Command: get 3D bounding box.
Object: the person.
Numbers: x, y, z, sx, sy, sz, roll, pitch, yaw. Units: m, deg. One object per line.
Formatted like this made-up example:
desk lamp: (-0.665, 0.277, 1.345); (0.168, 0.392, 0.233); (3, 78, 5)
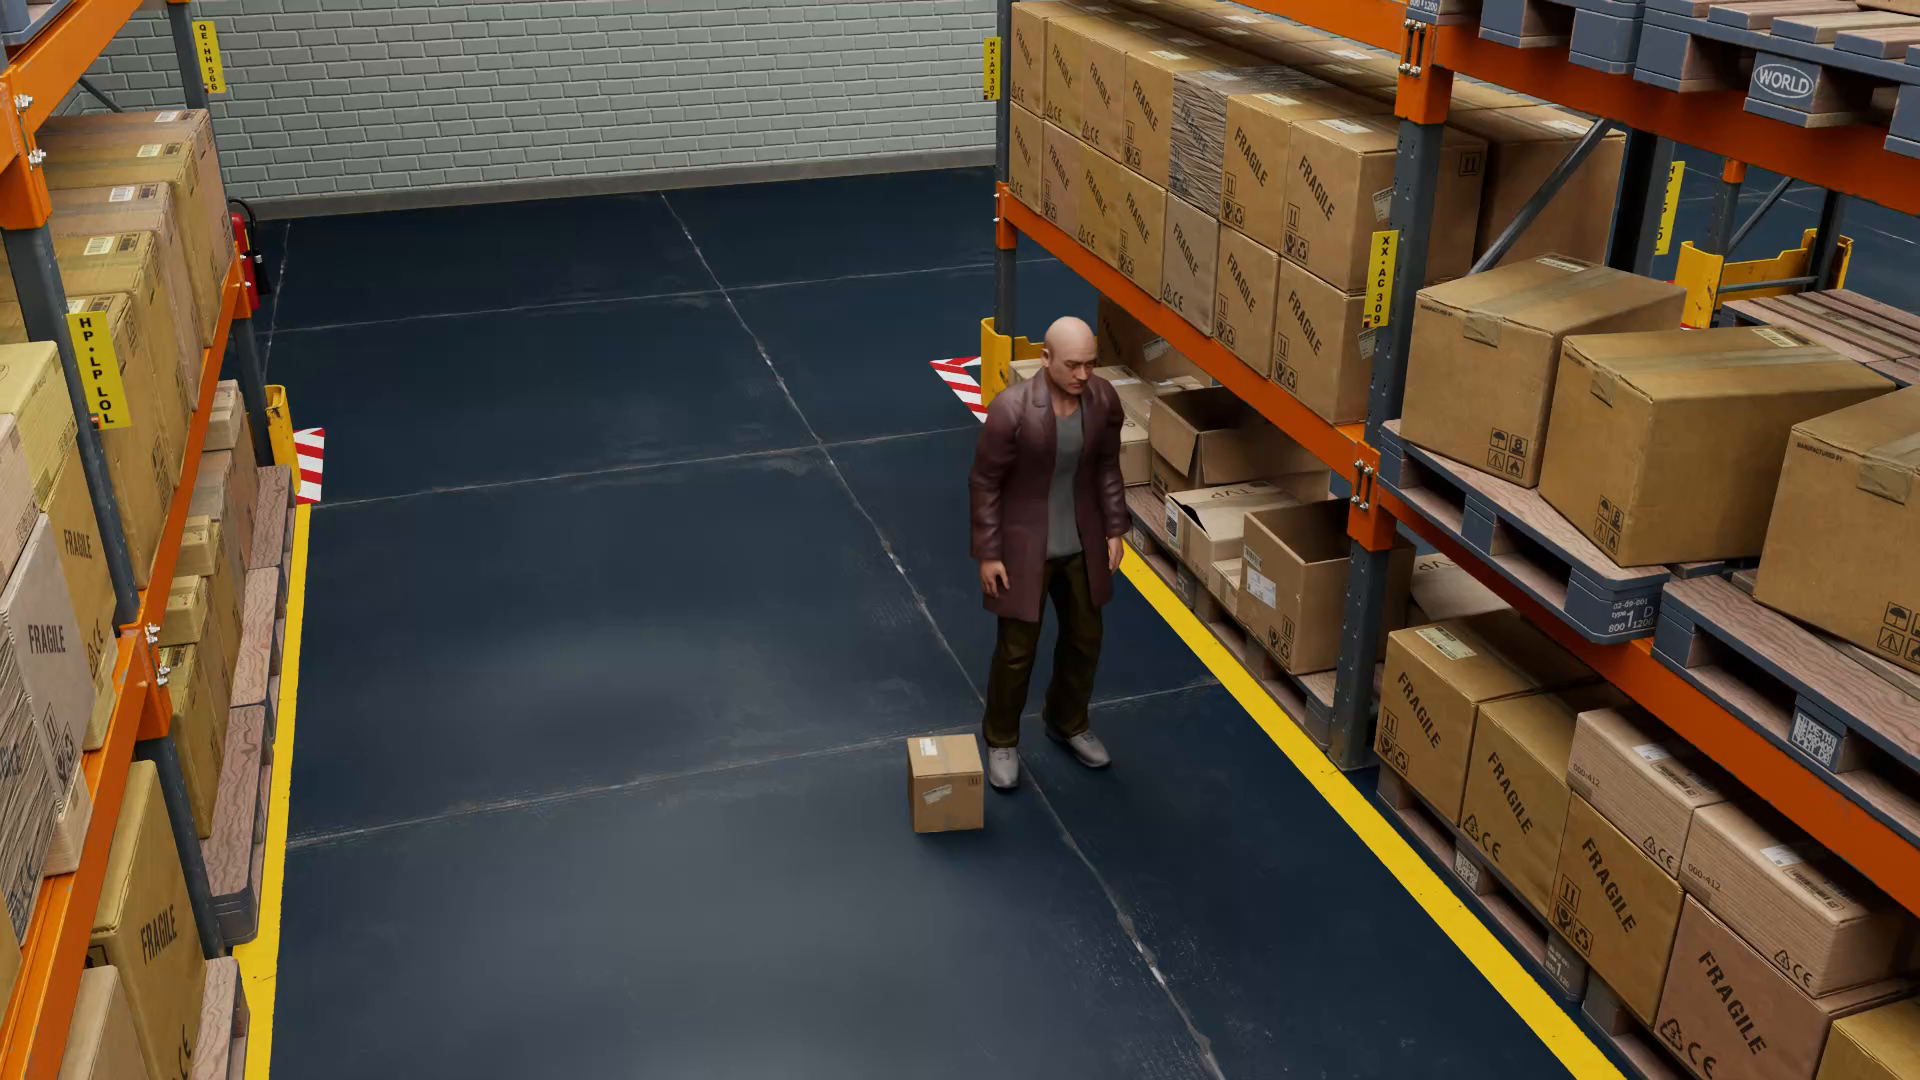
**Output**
person: (0.336, 0.109, 6.115); (0.641, 1.590, 0.432); (-11, 28, -21)
